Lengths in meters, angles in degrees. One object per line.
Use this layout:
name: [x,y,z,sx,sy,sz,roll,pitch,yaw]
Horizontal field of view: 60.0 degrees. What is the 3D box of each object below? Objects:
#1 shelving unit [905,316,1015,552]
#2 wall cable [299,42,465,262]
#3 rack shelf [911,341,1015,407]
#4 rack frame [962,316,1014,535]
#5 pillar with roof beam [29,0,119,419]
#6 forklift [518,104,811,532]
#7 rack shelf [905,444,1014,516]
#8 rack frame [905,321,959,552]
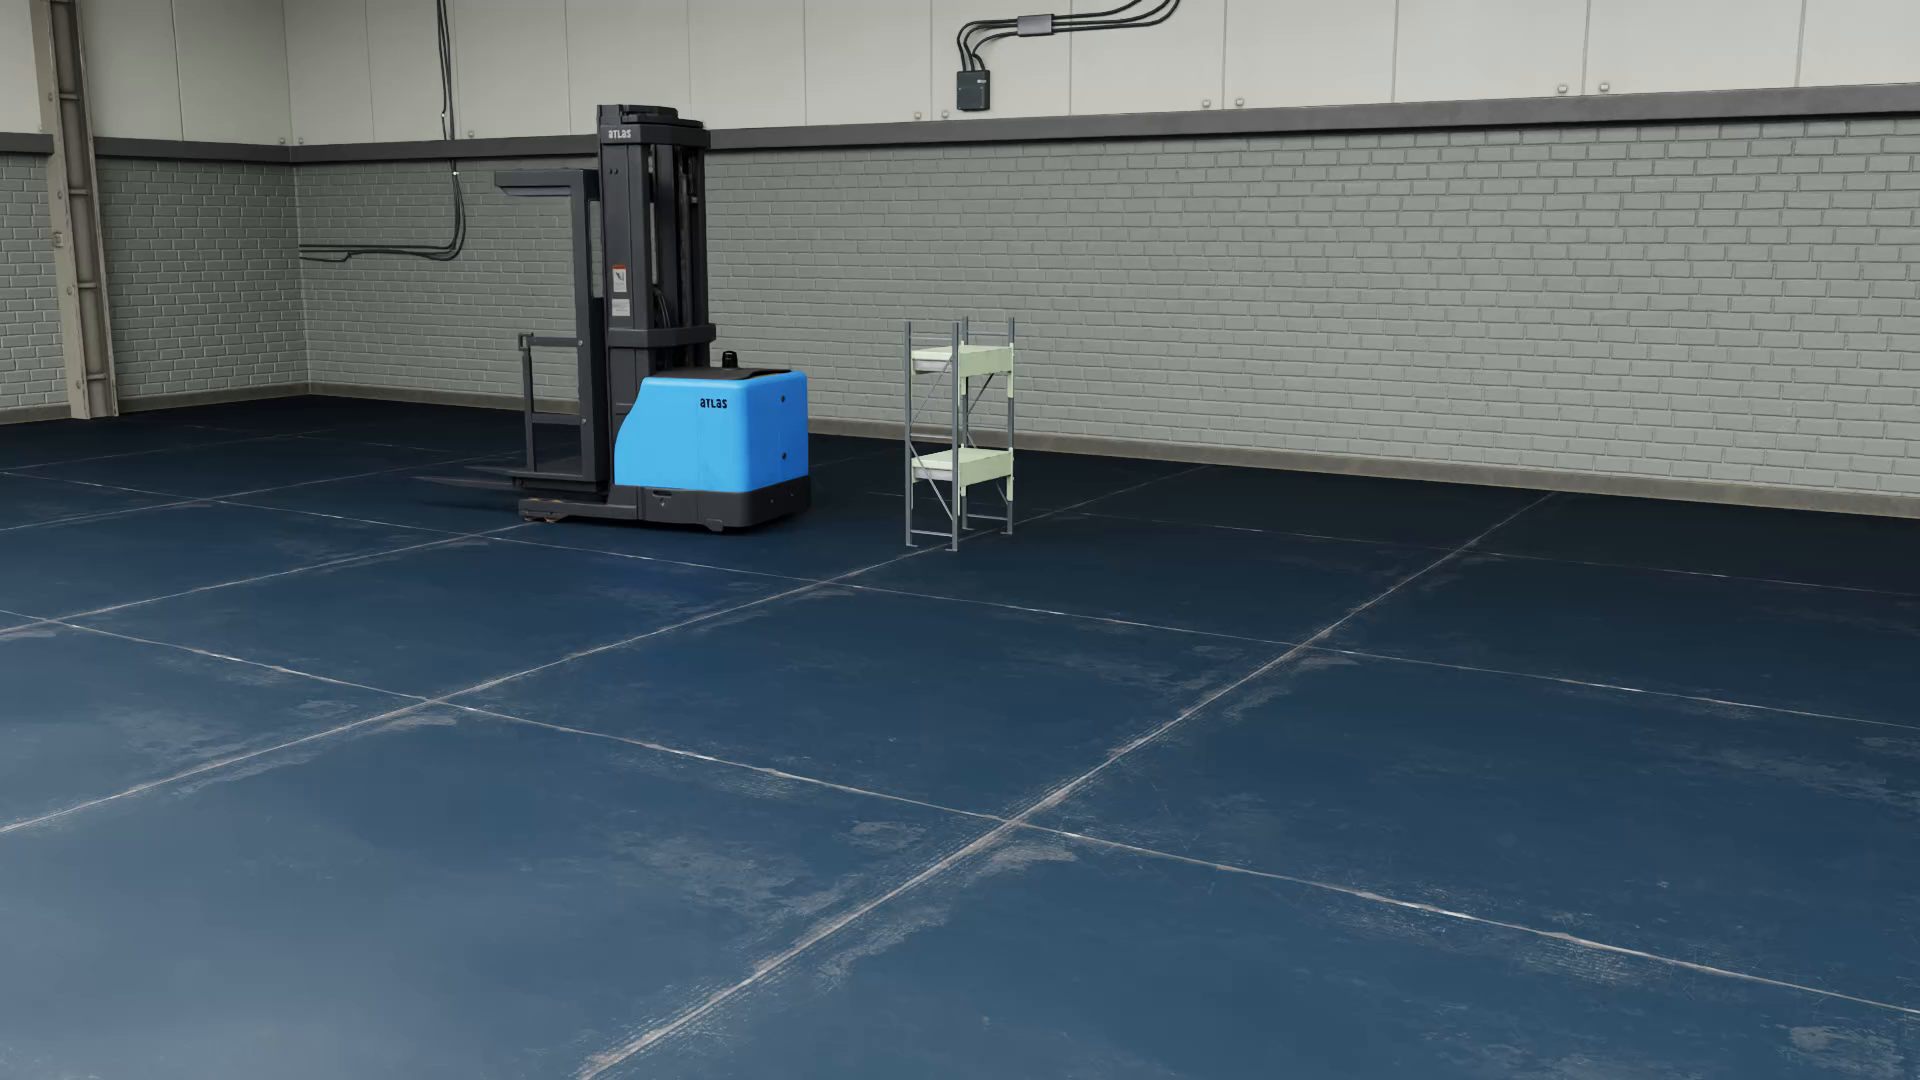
shelving unit: [0.003,-0.738,11.236,0.431,1.500,0.755,6,12,31]
wall cable: [-7.134,-4.630,20.081,3.097,2.526,0.112,6,12,31]
rack shelf: [0.003,-1.122,11.164,0.431,0.370,0.720,6,12,31]
rack frame: [0.193,-0.796,11.544,0.400,1.500,0.023,6,12,31]
pillar with roof beam: [-6.114,-5.407,15.798,9.100,9.000,0.400,6,12,31]
forklift: [-2.668,-1.649,12.209,3.031,2.935,1.130,4,11,22]
rack shelf: [0.003,-0.418,11.296,0.431,0.370,0.720,6,12,31]
rack frame: [-0.187,-0.681,10.929,0.400,1.500,0.023,6,12,31]
